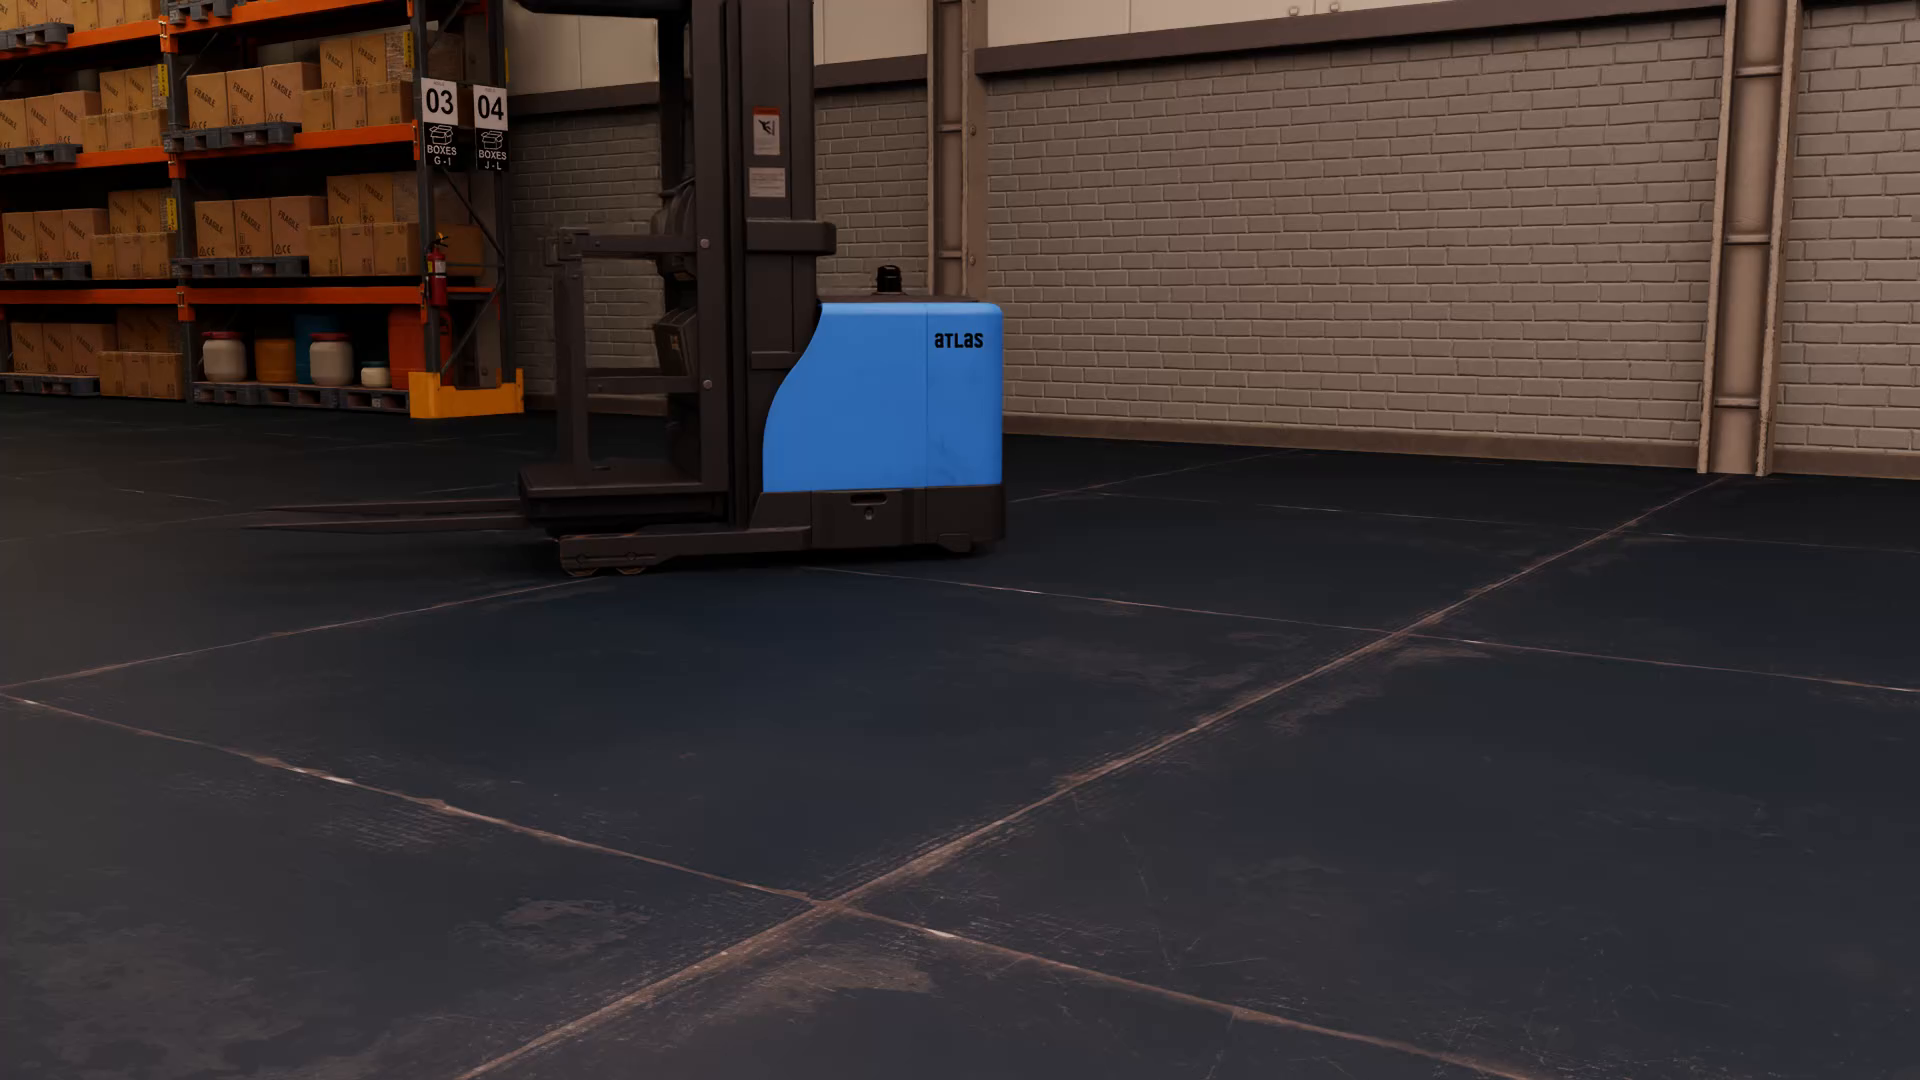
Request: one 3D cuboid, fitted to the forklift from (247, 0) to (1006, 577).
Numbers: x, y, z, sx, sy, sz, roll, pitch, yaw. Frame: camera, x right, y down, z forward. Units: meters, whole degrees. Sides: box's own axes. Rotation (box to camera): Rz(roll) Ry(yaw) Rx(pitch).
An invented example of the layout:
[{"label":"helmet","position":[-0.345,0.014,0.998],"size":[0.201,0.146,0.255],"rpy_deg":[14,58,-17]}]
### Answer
[{"label":"forklift","position":[-1.380,-1.387,6.945],"size":[3.031,2.935,1.130],"rpy_deg":[-2,8,-17]}]
